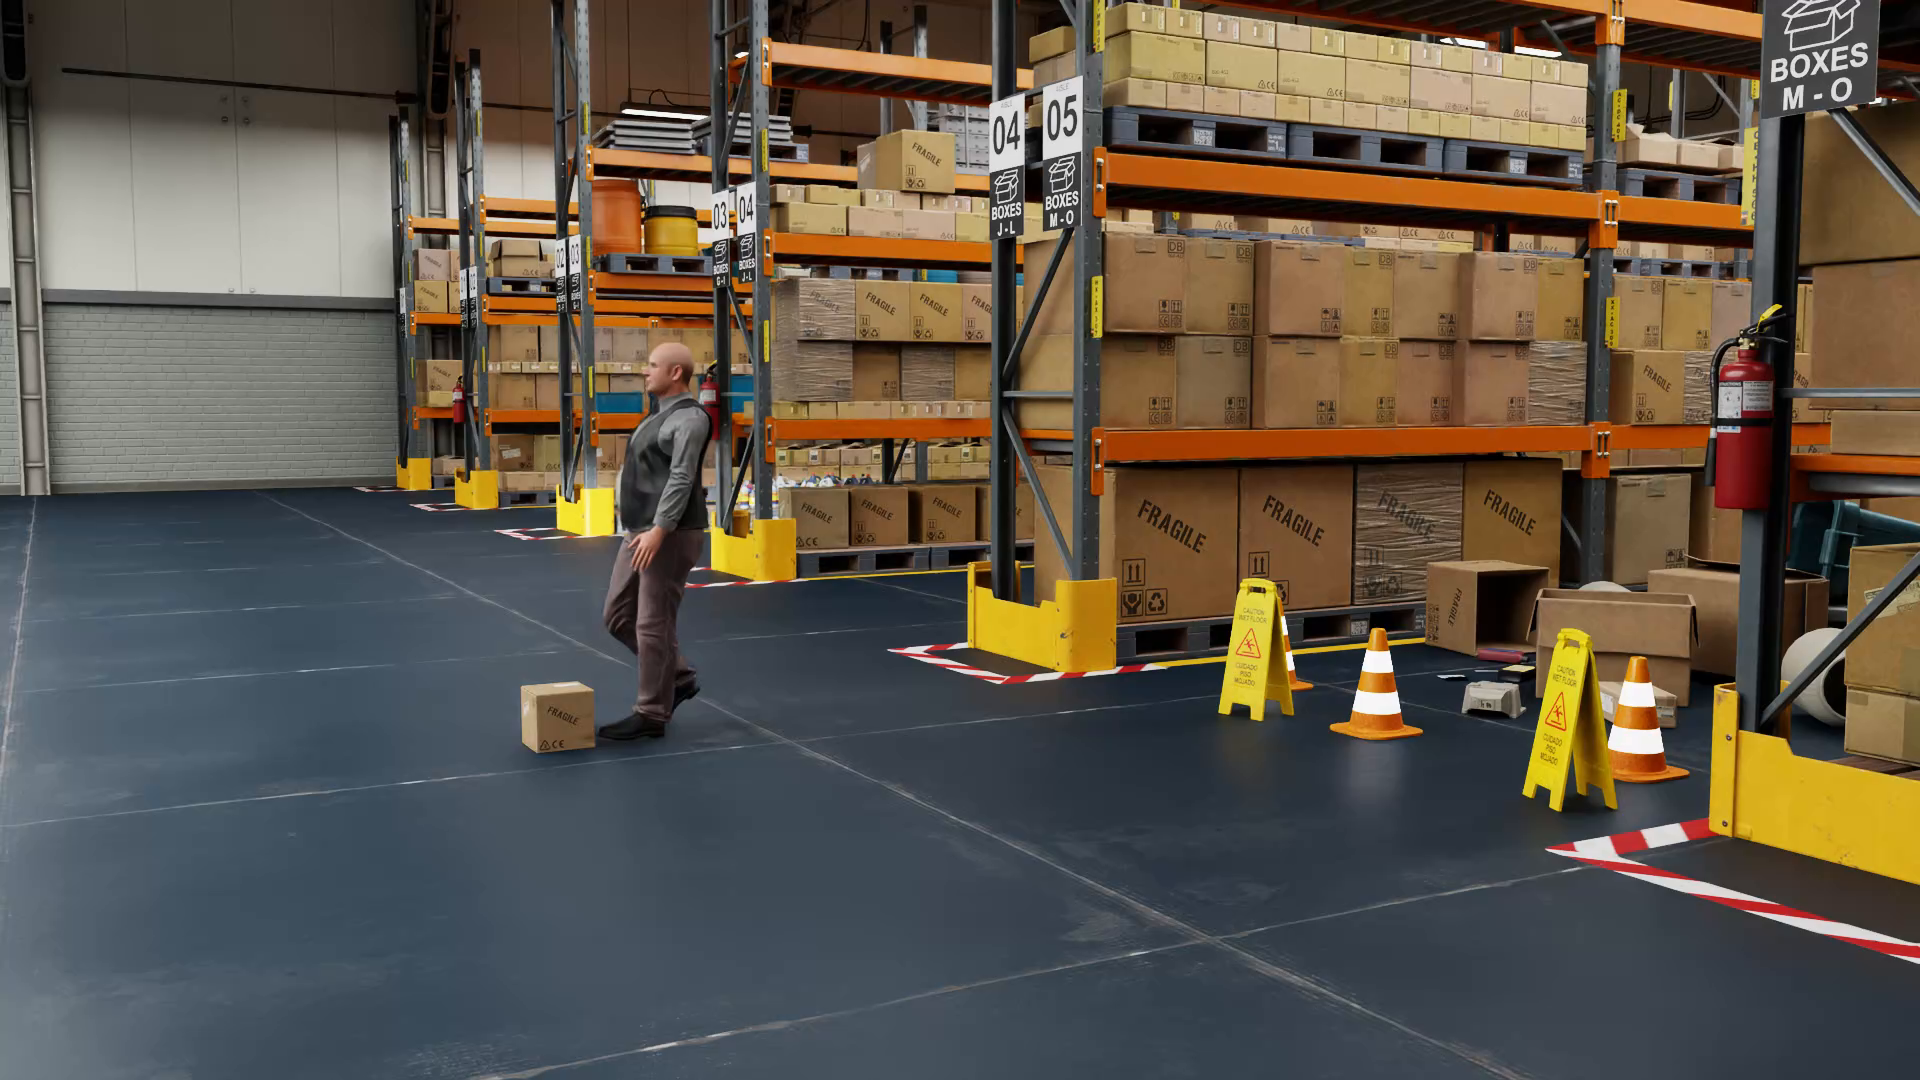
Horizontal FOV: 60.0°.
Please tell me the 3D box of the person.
[{"bbox_3d":[-1.357,-0.002,7.275,0.540,1.719,0.558,-3,6,-29],"label":"person"}]
